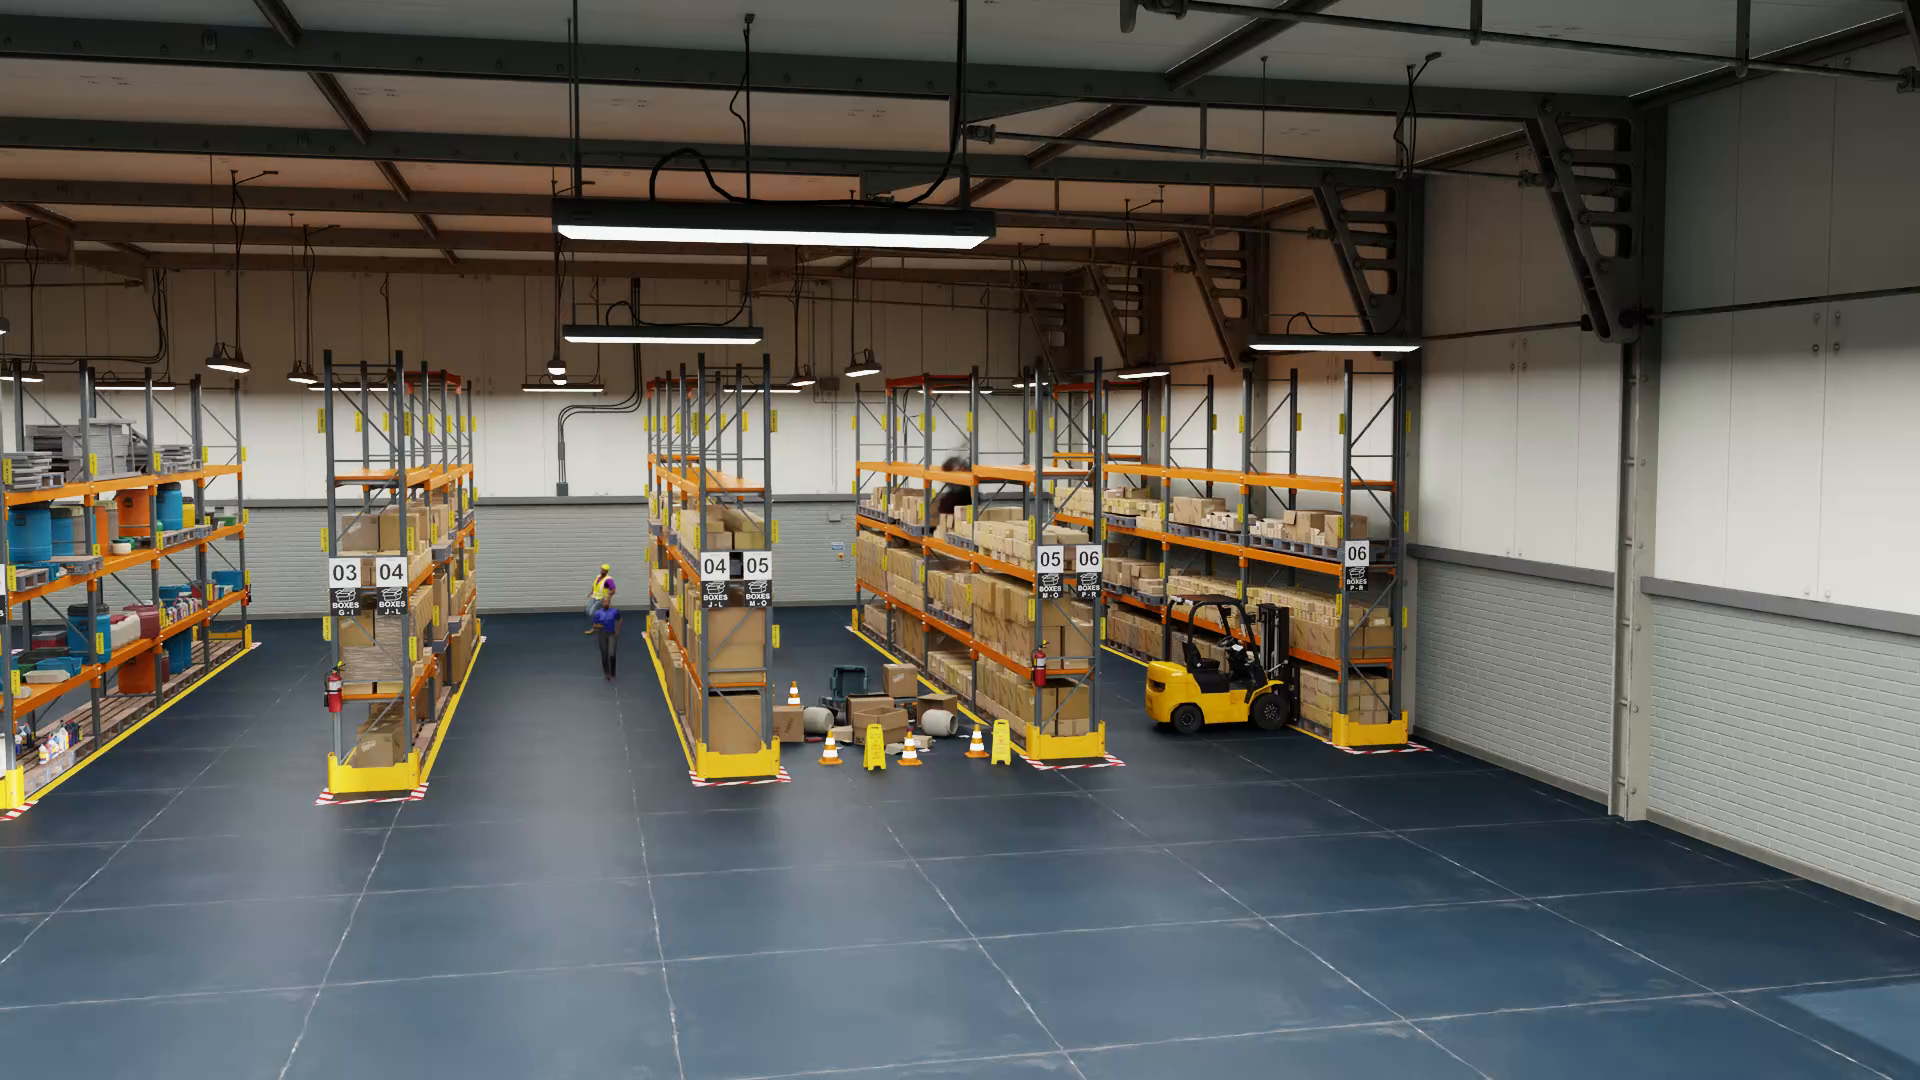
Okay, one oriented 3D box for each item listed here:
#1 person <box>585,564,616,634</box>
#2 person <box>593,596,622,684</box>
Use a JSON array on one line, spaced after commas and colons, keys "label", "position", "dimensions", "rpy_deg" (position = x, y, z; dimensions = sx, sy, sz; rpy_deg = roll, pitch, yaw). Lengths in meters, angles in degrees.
[{"label": "person", "position": [-8.593, 1.409, 39.535], "dimensions": [0.754, 1.673, 0.529], "rpy_deg": [4, 6, 44]}, {"label": "person", "position": [-6.845, 1.943, 32.288], "dimensions": [0.554, 1.712, 0.746], "rpy_deg": [-1, 4, -9]}]
